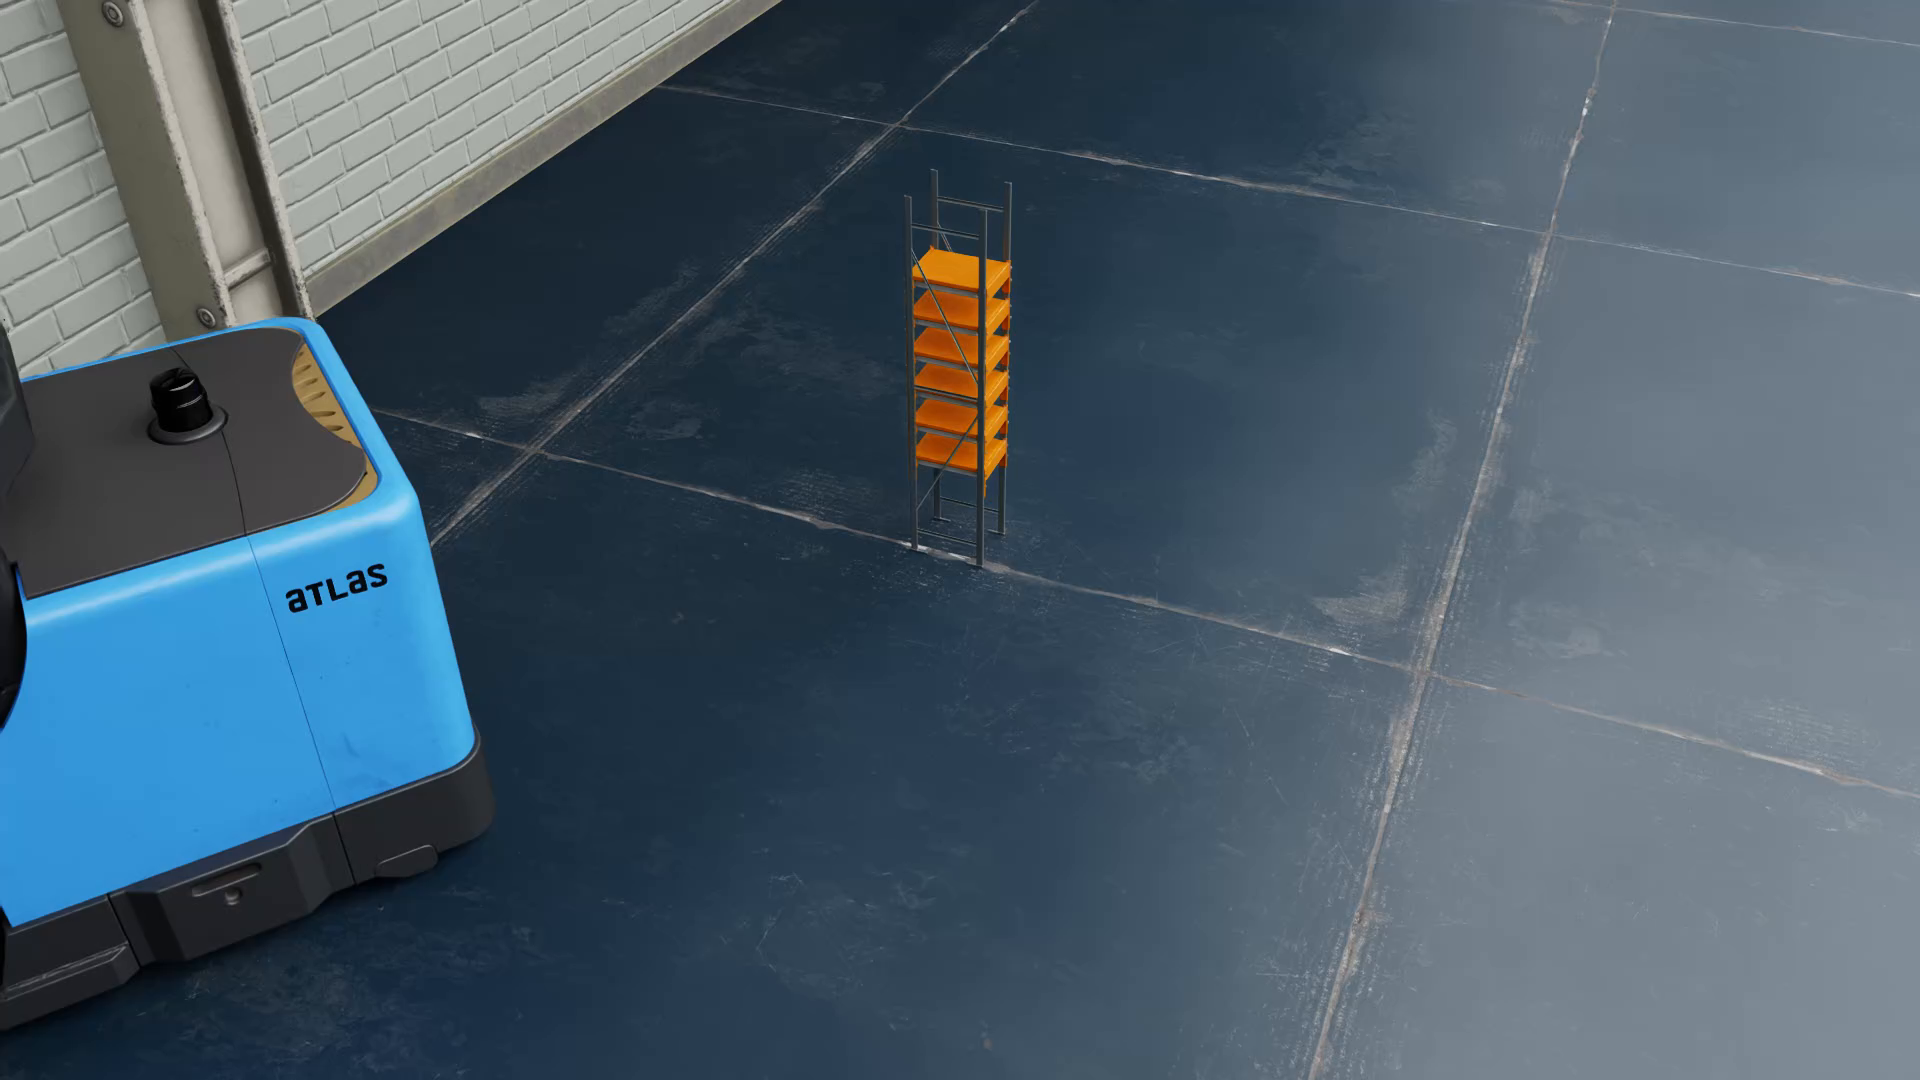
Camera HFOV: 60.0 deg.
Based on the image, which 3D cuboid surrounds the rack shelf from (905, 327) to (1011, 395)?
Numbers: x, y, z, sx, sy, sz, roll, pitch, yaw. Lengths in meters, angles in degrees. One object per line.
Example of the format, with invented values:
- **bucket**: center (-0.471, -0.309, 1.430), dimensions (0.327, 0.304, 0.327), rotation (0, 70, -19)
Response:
- **rack shelf**: center (-0.005, -0.533, 4.835), dimensions (0.258, 0.103, 0.180), rotation (14, 39, 18)

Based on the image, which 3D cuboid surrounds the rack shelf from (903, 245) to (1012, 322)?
- **rack shelf**: center (-0.005, -0.725, 4.691), dimensions (0.258, 0.103, 0.180), rotation (14, 39, 18)

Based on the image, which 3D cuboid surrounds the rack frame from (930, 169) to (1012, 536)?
- **rack frame**: center (0.029, -0.523, 4.948), dimensions (0.240, 1.200, 0.006), rotation (14, 39, 18)

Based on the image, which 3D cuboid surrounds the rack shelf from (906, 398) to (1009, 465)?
- **rack shelf**: center (-0.005, -0.341, 4.979), dimensions (0.258, 0.103, 0.180), rotation (14, 39, 18)

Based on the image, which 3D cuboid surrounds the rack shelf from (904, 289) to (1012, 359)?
- **rack shelf**: center (-0.005, -0.629, 4.763), dimensions (0.258, 0.103, 0.180), rotation (14, 39, 18)

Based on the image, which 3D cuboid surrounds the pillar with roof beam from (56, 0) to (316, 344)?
- **pillar with roof beam**: center (1.440, -3.198, 2.012), dimensions (9.100, 9.000, 0.400), rotation (14, 39, 18)

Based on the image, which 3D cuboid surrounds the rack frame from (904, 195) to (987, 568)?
- **rack frame**: center (-0.040, -0.422, 4.812), dimensions (0.240, 1.200, 0.006), rotation (14, 39, 18)

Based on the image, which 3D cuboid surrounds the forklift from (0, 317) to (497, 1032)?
- **forklift**: center (-2.705, -0.211, 3.084), dimensions (3.031, 2.935, 1.130), rotation (-19, 41, -24)

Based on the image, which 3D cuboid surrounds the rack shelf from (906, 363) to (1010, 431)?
- **rack shelf**: center (-0.005, -0.437, 4.907), dimensions (0.258, 0.103, 0.180), rotation (14, 39, 18)

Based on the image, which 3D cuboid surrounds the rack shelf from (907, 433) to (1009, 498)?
- **rack shelf**: center (-0.005, -0.245, 5.050), dimensions (0.258, 0.103, 0.180), rotation (14, 39, 18)

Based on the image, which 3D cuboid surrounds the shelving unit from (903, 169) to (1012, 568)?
- **shelving unit**: center (-0.005, -0.473, 4.880), dimensions (0.258, 1.200, 0.189), rotation (14, 39, 18)
